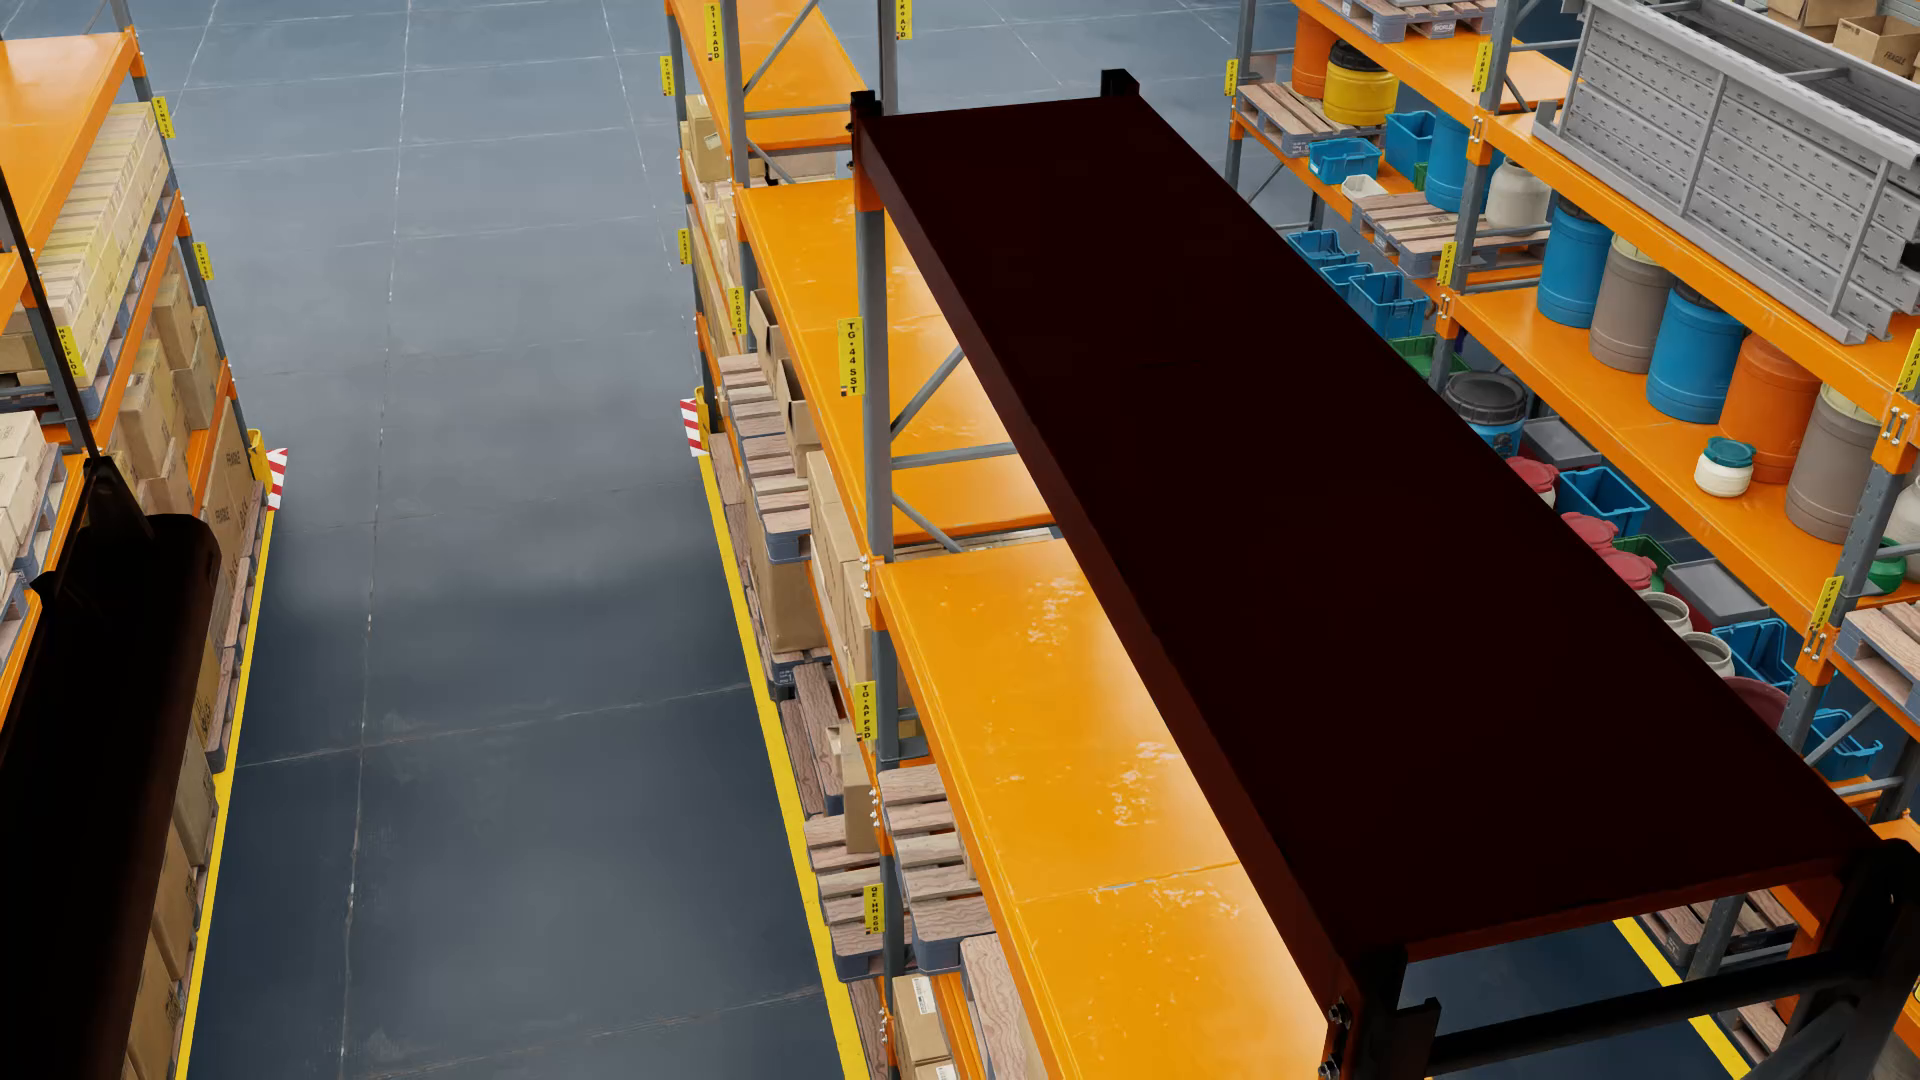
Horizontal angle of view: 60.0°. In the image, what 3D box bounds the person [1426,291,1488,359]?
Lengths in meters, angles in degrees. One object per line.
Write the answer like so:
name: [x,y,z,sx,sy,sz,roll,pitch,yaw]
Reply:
person: [4.672,-2.178,15.824,0.526,1.590,0.974,-18,38,-25]
